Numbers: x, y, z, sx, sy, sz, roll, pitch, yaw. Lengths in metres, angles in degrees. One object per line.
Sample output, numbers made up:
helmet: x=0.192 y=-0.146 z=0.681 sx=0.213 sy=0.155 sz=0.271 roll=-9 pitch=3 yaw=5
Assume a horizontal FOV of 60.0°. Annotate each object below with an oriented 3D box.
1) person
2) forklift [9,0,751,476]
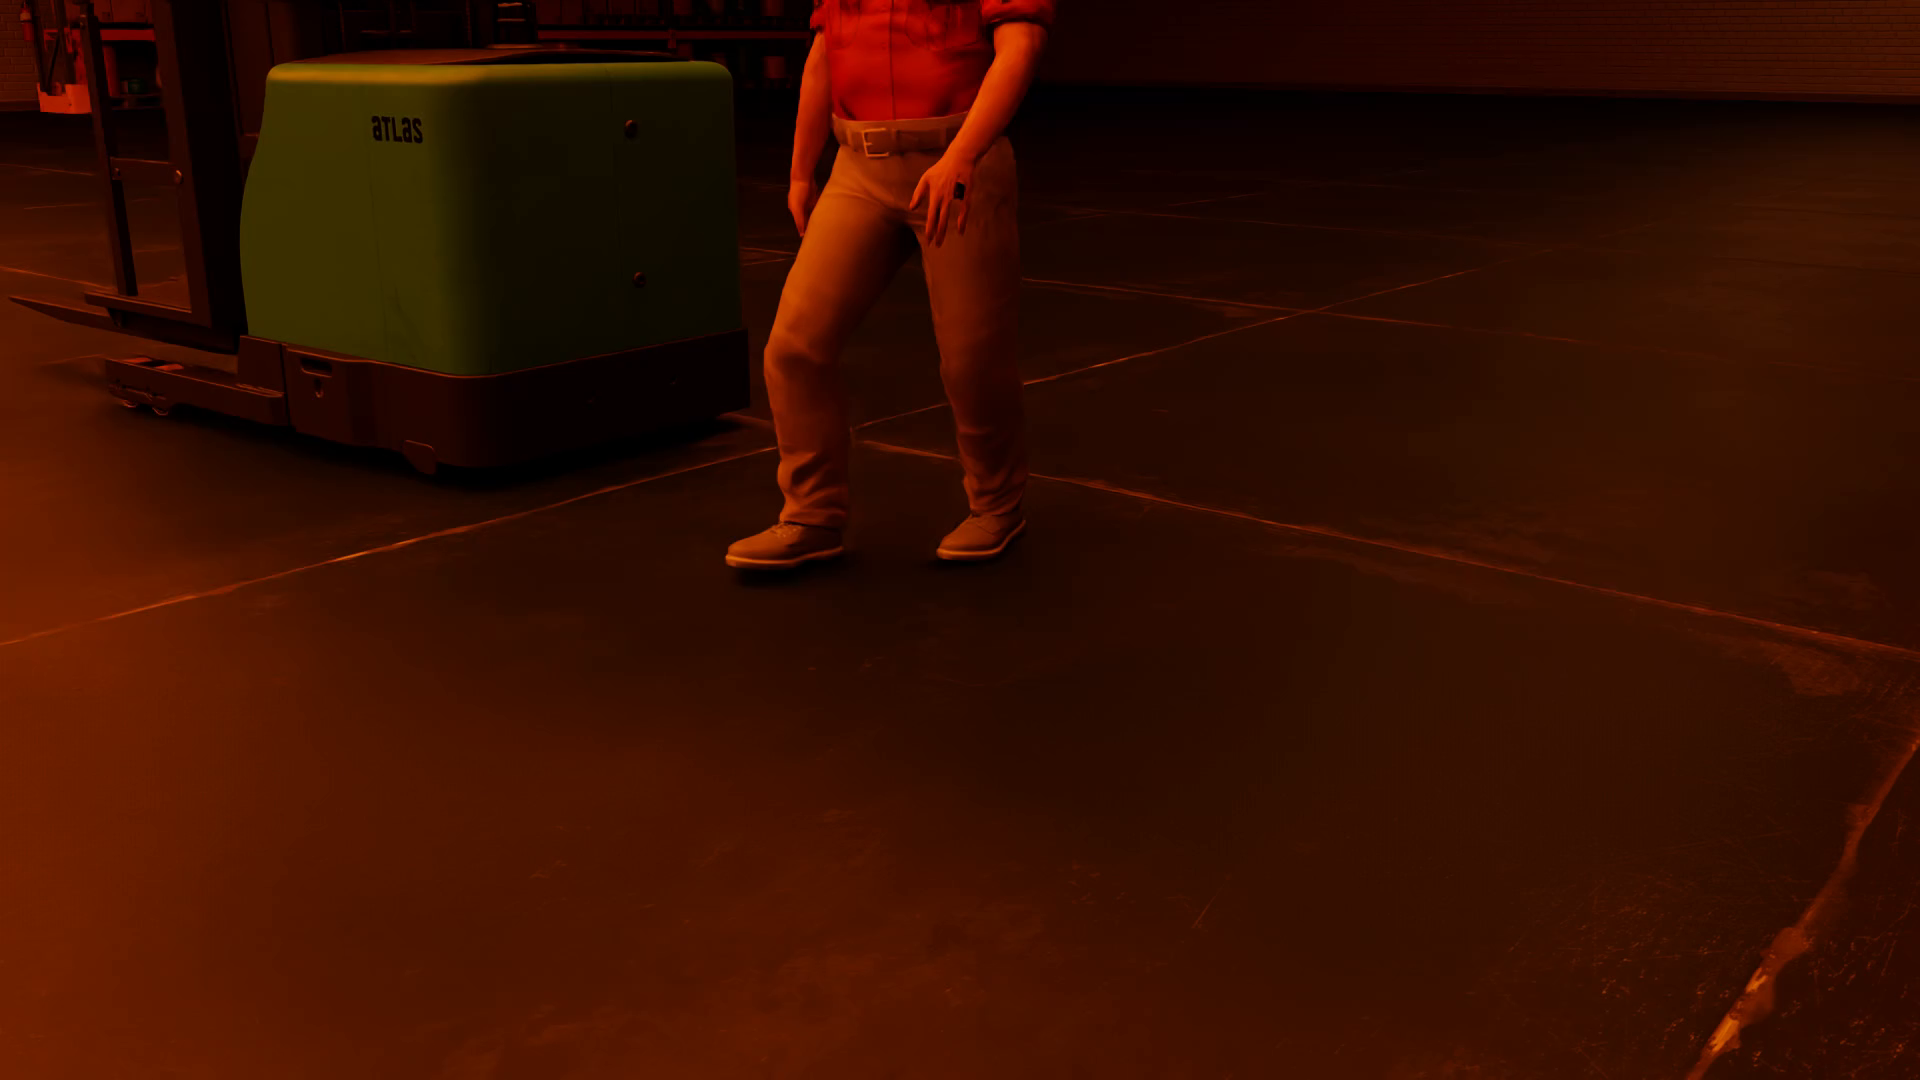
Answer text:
person: x=-0.126 y=-0.754 z=3.545 sx=0.667 sy=1.681 sz=0.663 roll=7 pitch=18 yaw=23
forklift: x=-2.111 y=-1.897 z=5.143 sx=3.031 sy=2.935 sz=1.130 roll=13 pitch=21 yaw=36
